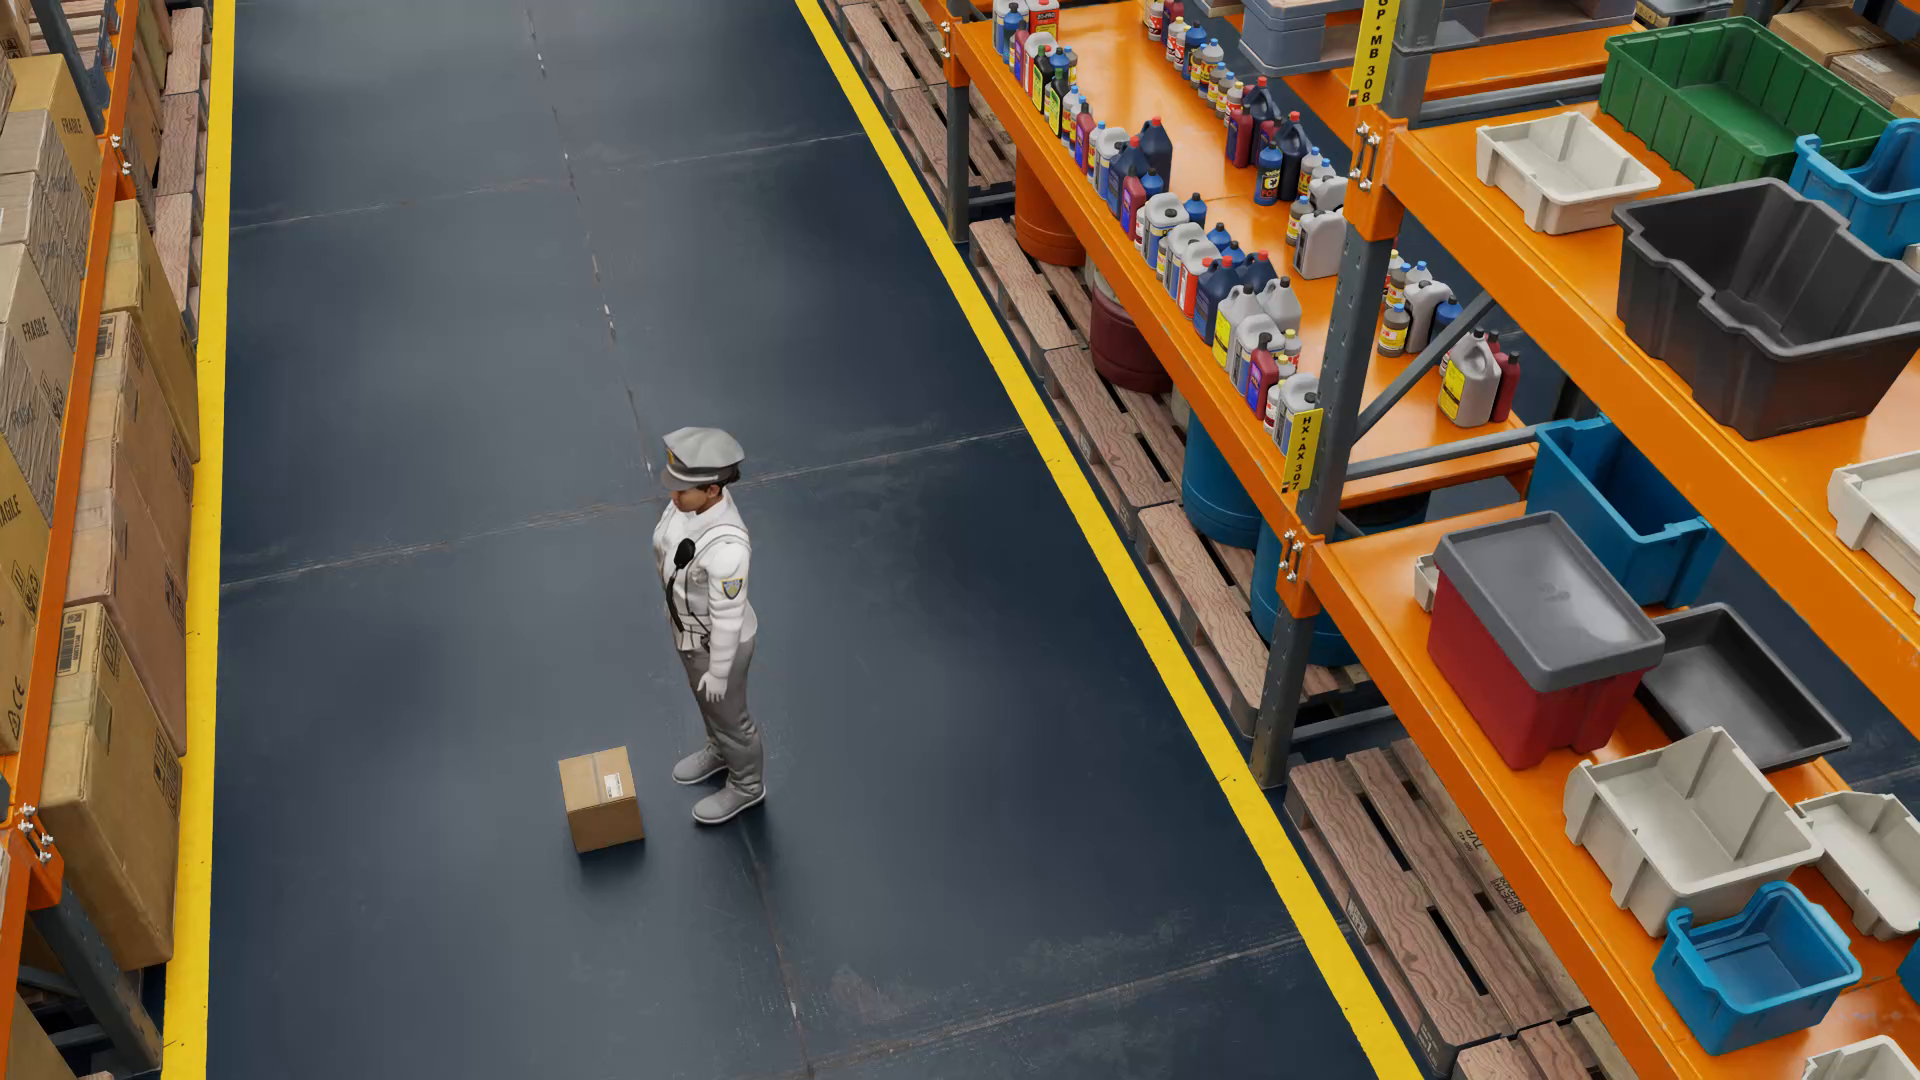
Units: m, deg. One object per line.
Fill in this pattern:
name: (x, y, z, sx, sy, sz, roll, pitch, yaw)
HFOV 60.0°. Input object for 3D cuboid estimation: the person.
person: (-0.871, 0.329, 5.765, 0.384, 1.709, 0.490, -16, 45, -16)
